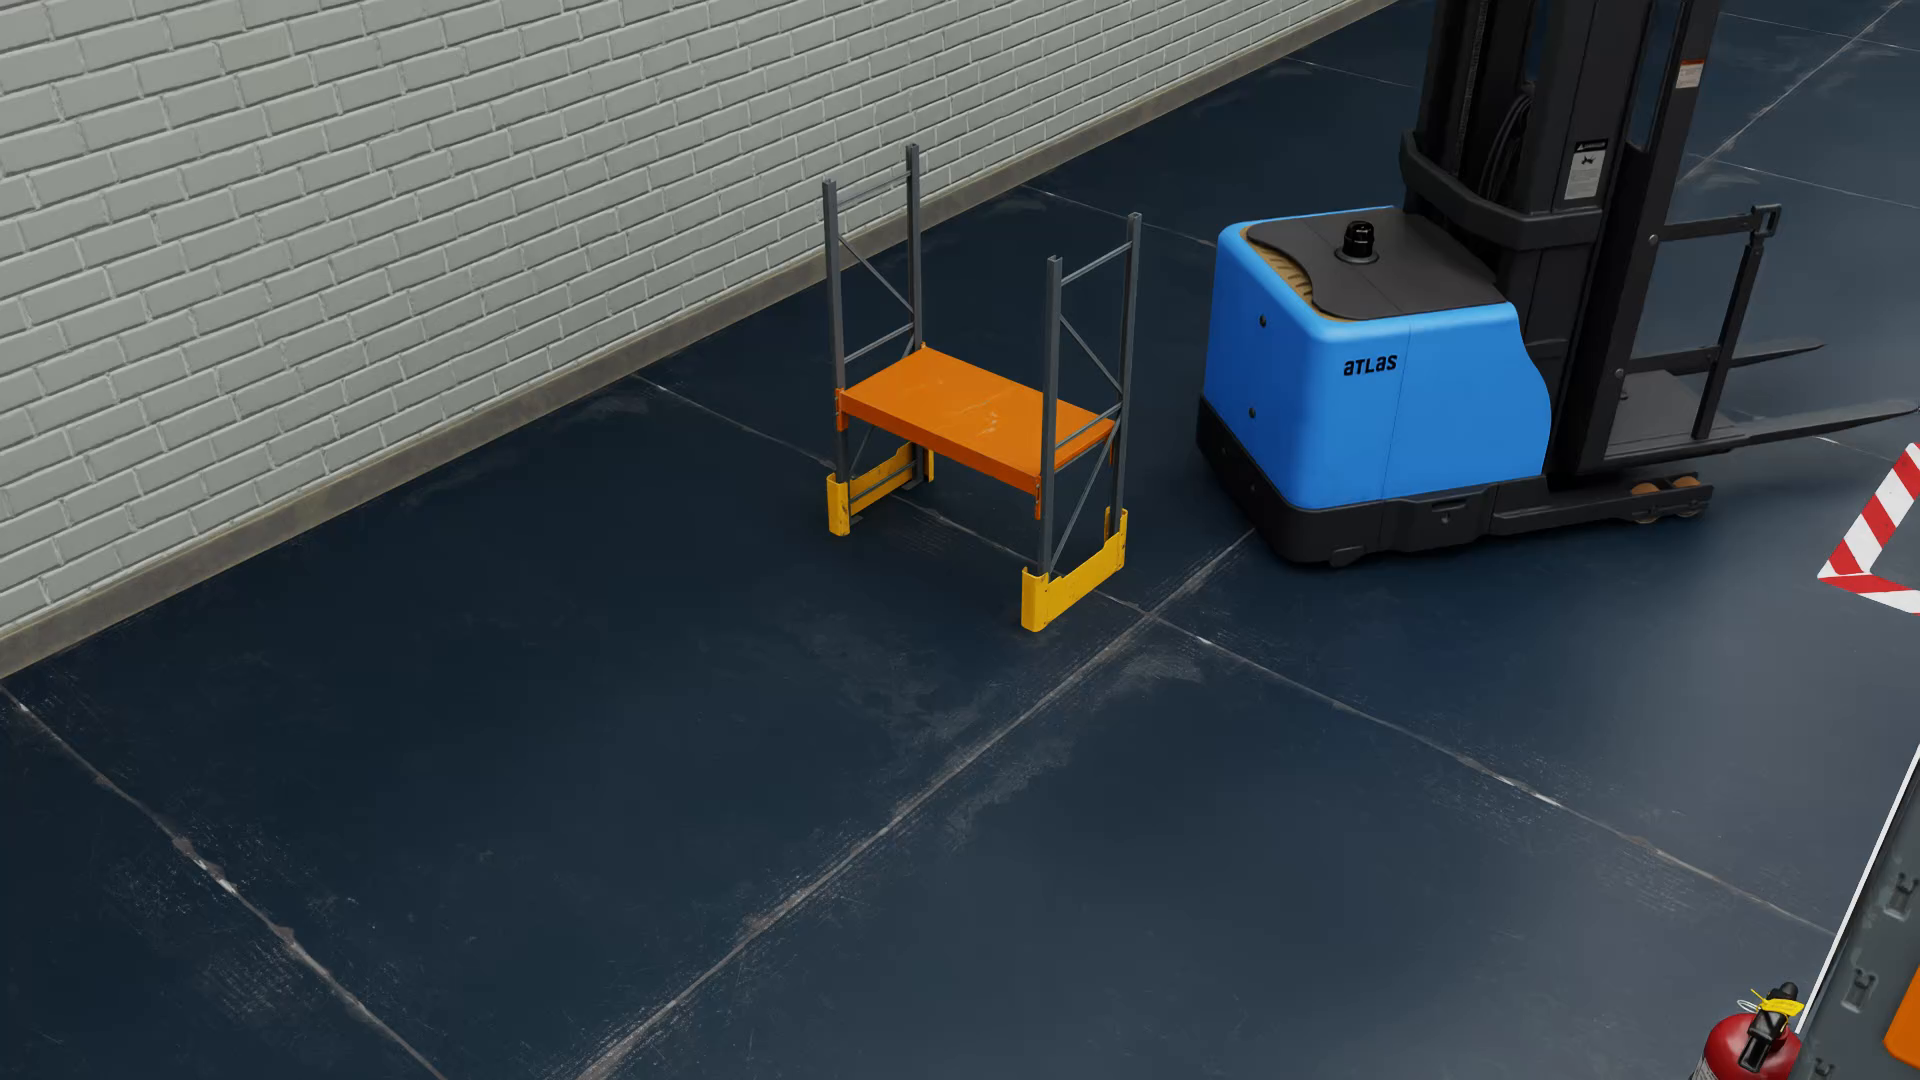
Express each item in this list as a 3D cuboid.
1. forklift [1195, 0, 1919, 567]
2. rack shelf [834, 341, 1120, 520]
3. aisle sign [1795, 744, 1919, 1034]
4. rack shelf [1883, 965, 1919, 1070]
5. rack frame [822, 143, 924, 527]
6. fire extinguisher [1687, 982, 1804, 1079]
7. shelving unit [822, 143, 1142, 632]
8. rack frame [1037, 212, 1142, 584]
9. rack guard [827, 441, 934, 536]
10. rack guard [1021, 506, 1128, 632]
[{"bbox_3d":[2.601,-1.555,6.425,3.031,2.935,1.130,-9,35,-12],"label":"forklift"},{"bbox_3d":[0.066,-0.439,6.382,1.000,0.185,0.538,25,42,32],"label":"rack shelf"},{"bbox_3d":[1.004,0.107,1.648,0.004,0.787,0.394,25,42,32],"label":"aisle sign"},{"bbox_3d":[2.787,0.860,0.833,4.000,0.370,1.077,25,42,32],"label":"rack shelf"},{"bbox_3d":[-0.325,-0.771,6.549,0.032,1.500,0.500,25,42,32],"label":"rack frame"},{"bbox_3d":[1.425,1.009,3.029,0.183,0.674,0.296,25,42,32],"label":"fire extinguisher"},{"bbox_3d":[0.059,-0.591,6.285,1.083,1.500,0.587,25,42,32],"label":"shelving unit"},{"bbox_3d":[0.456,-0.403,6.012,0.032,1.500,0.500,25,42,32],"label":"rack frame"},{"bbox_3d":[-0.324,-0.256,6.902,0.087,0.250,0.587,25,42,32],"label":"rack guard"},{"bbox_3d":[0.441,0.105,6.376,0.087,0.250,0.587,25,42,32],"label":"rack guard"}]
